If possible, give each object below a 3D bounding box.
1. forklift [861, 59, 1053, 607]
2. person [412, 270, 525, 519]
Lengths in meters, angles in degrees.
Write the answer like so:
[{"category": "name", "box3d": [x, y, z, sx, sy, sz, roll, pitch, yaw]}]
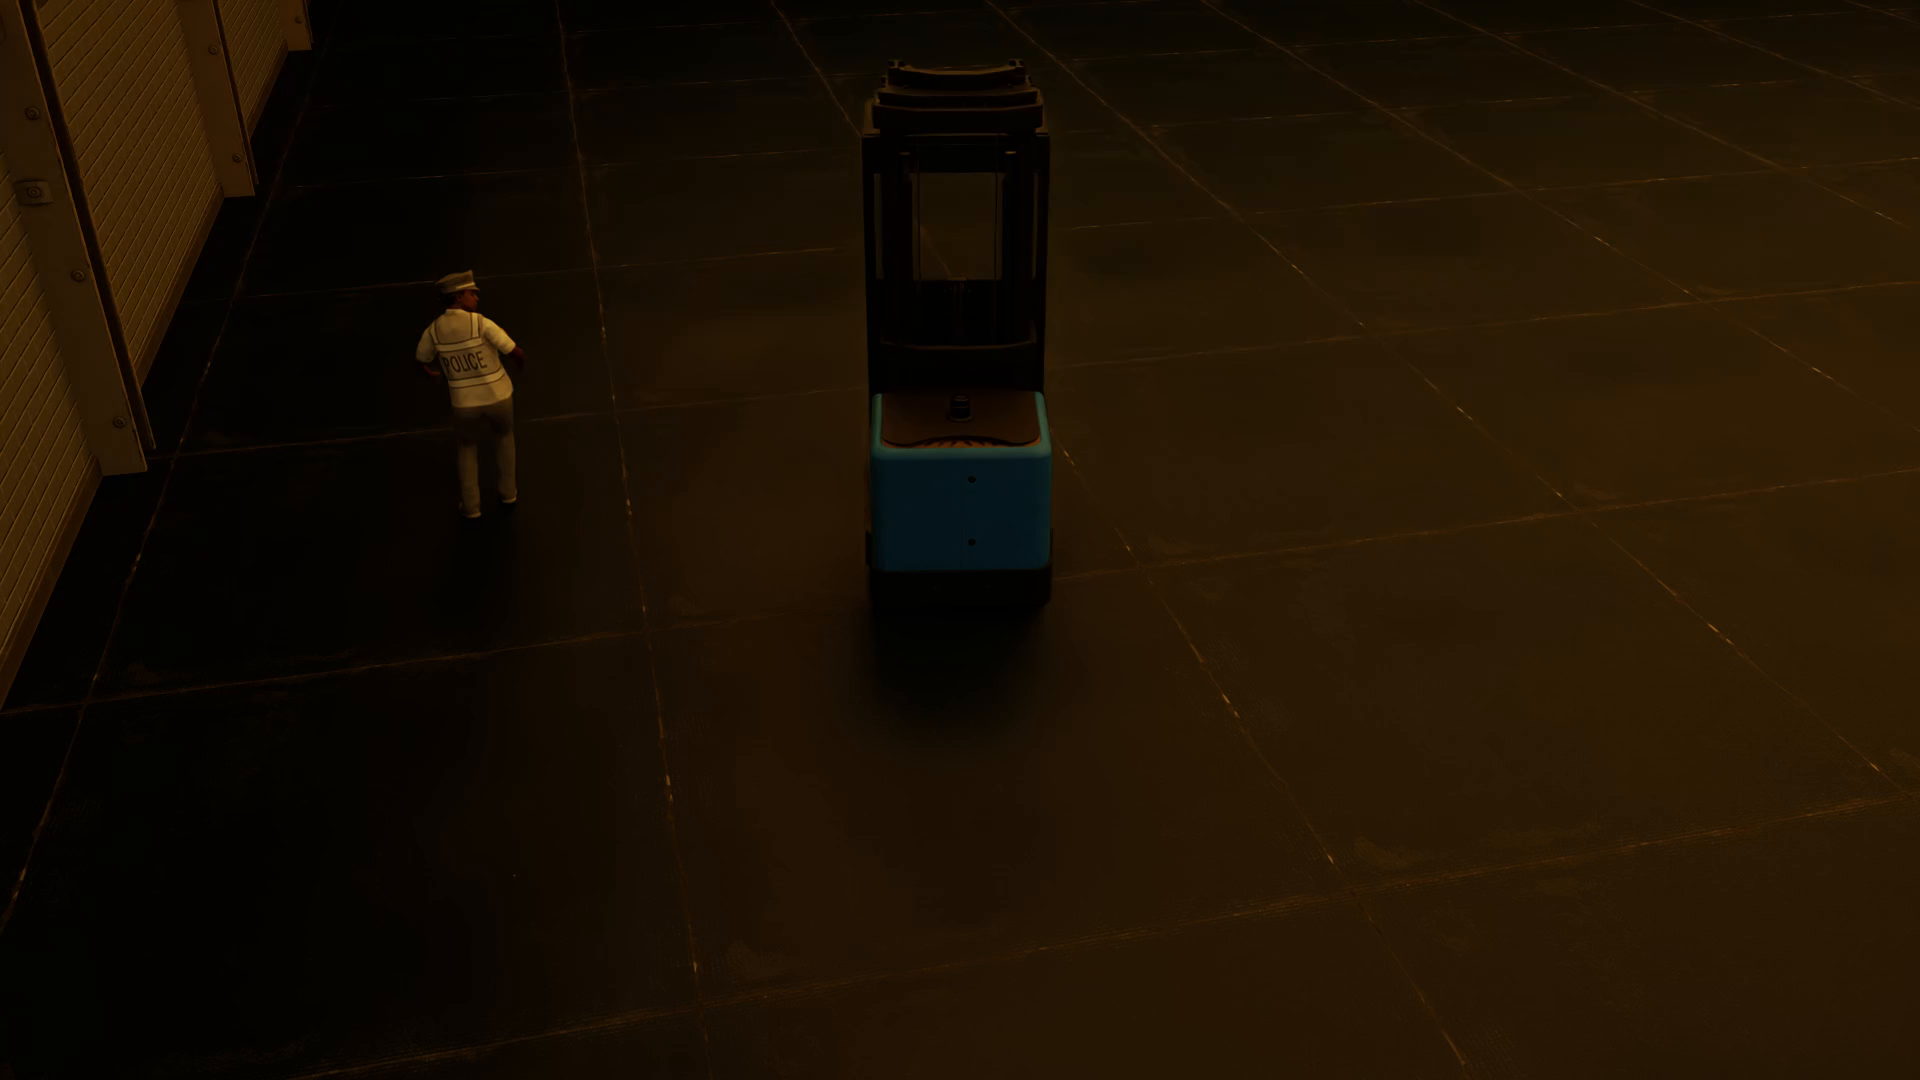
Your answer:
[{"category": "forklift", "box3d": [-0.031, -1.578, 10.300, 1.130, 2.935, 3.031, -1, 30, -1]}, {"category": "person", "box3d": [-3.070, -0.924, 10.525, 0.691, 1.630, 0.577, -5, 30, -8]}]
